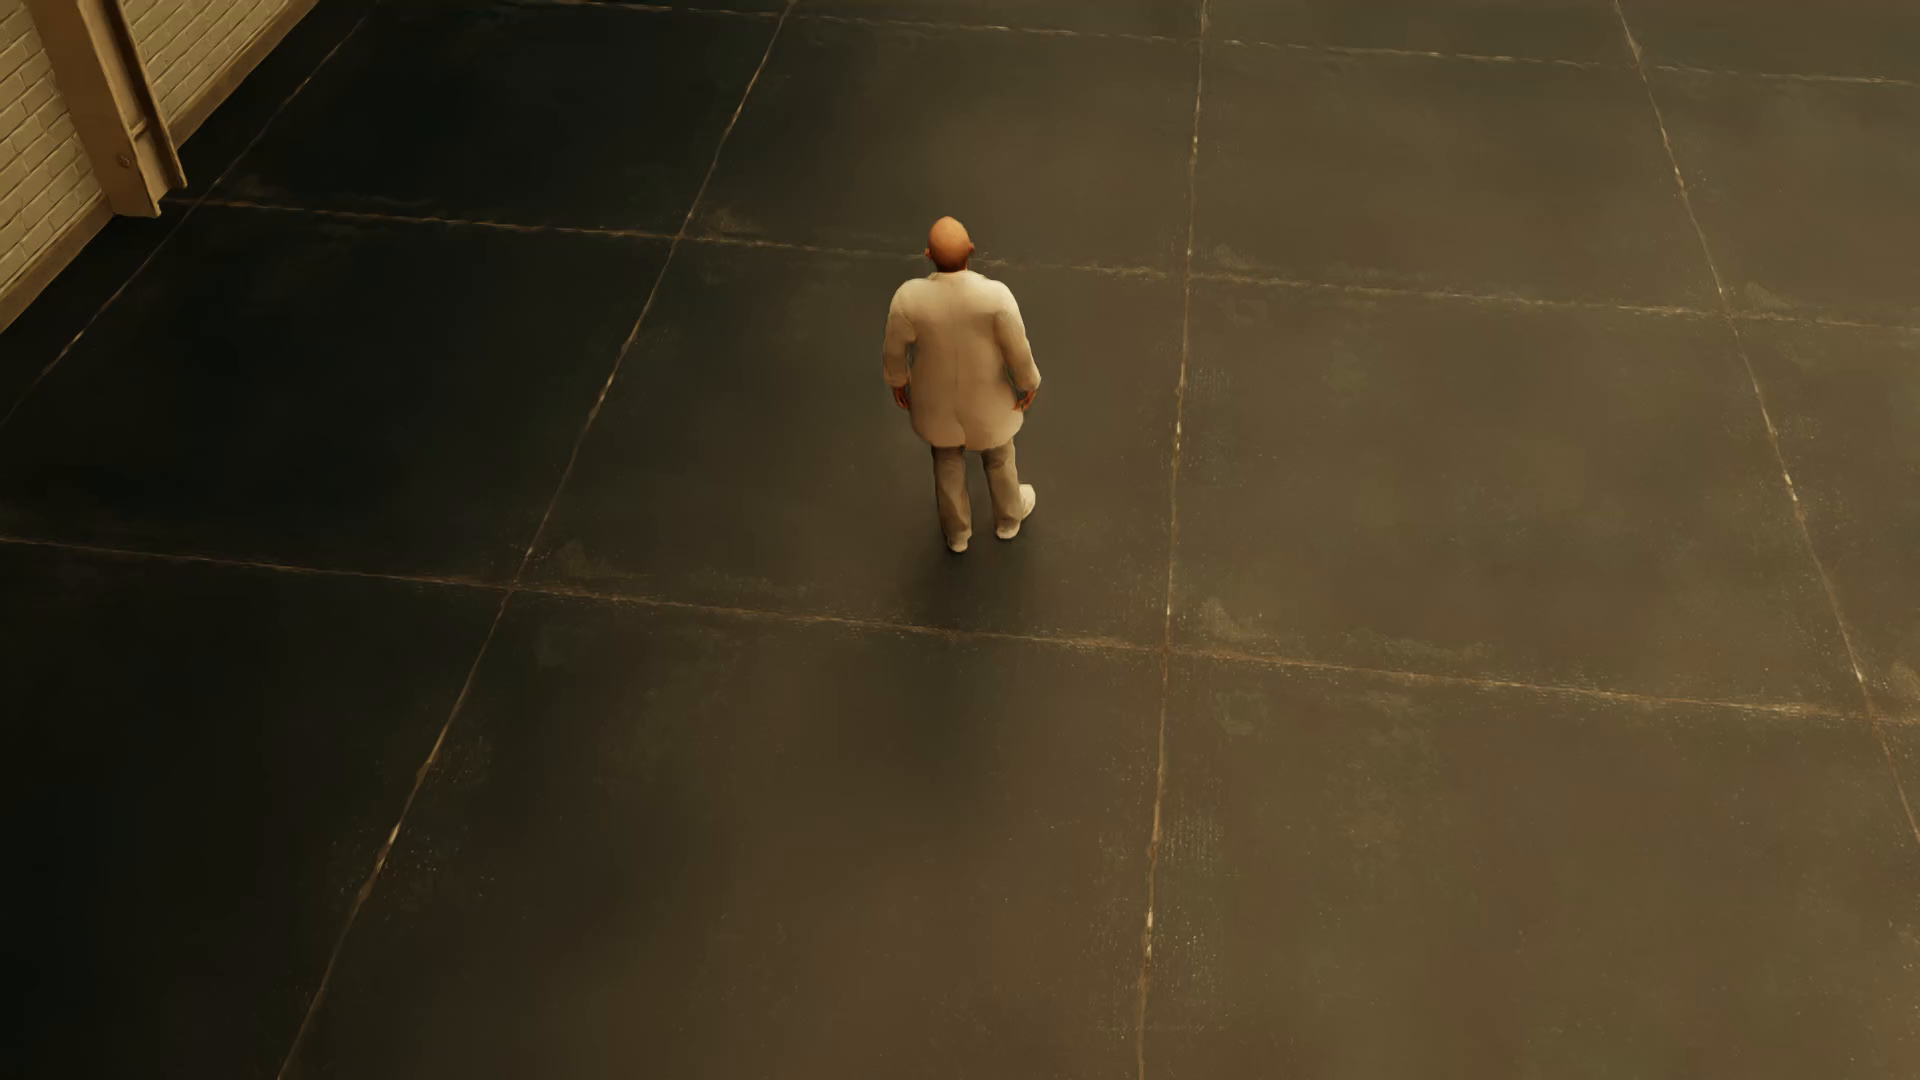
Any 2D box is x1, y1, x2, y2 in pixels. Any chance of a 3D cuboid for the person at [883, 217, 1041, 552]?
[{"bbox_3d":[0.017,-0.721,7.350,0.694,1.776,0.579,5,43,6],"label":"person"}]
